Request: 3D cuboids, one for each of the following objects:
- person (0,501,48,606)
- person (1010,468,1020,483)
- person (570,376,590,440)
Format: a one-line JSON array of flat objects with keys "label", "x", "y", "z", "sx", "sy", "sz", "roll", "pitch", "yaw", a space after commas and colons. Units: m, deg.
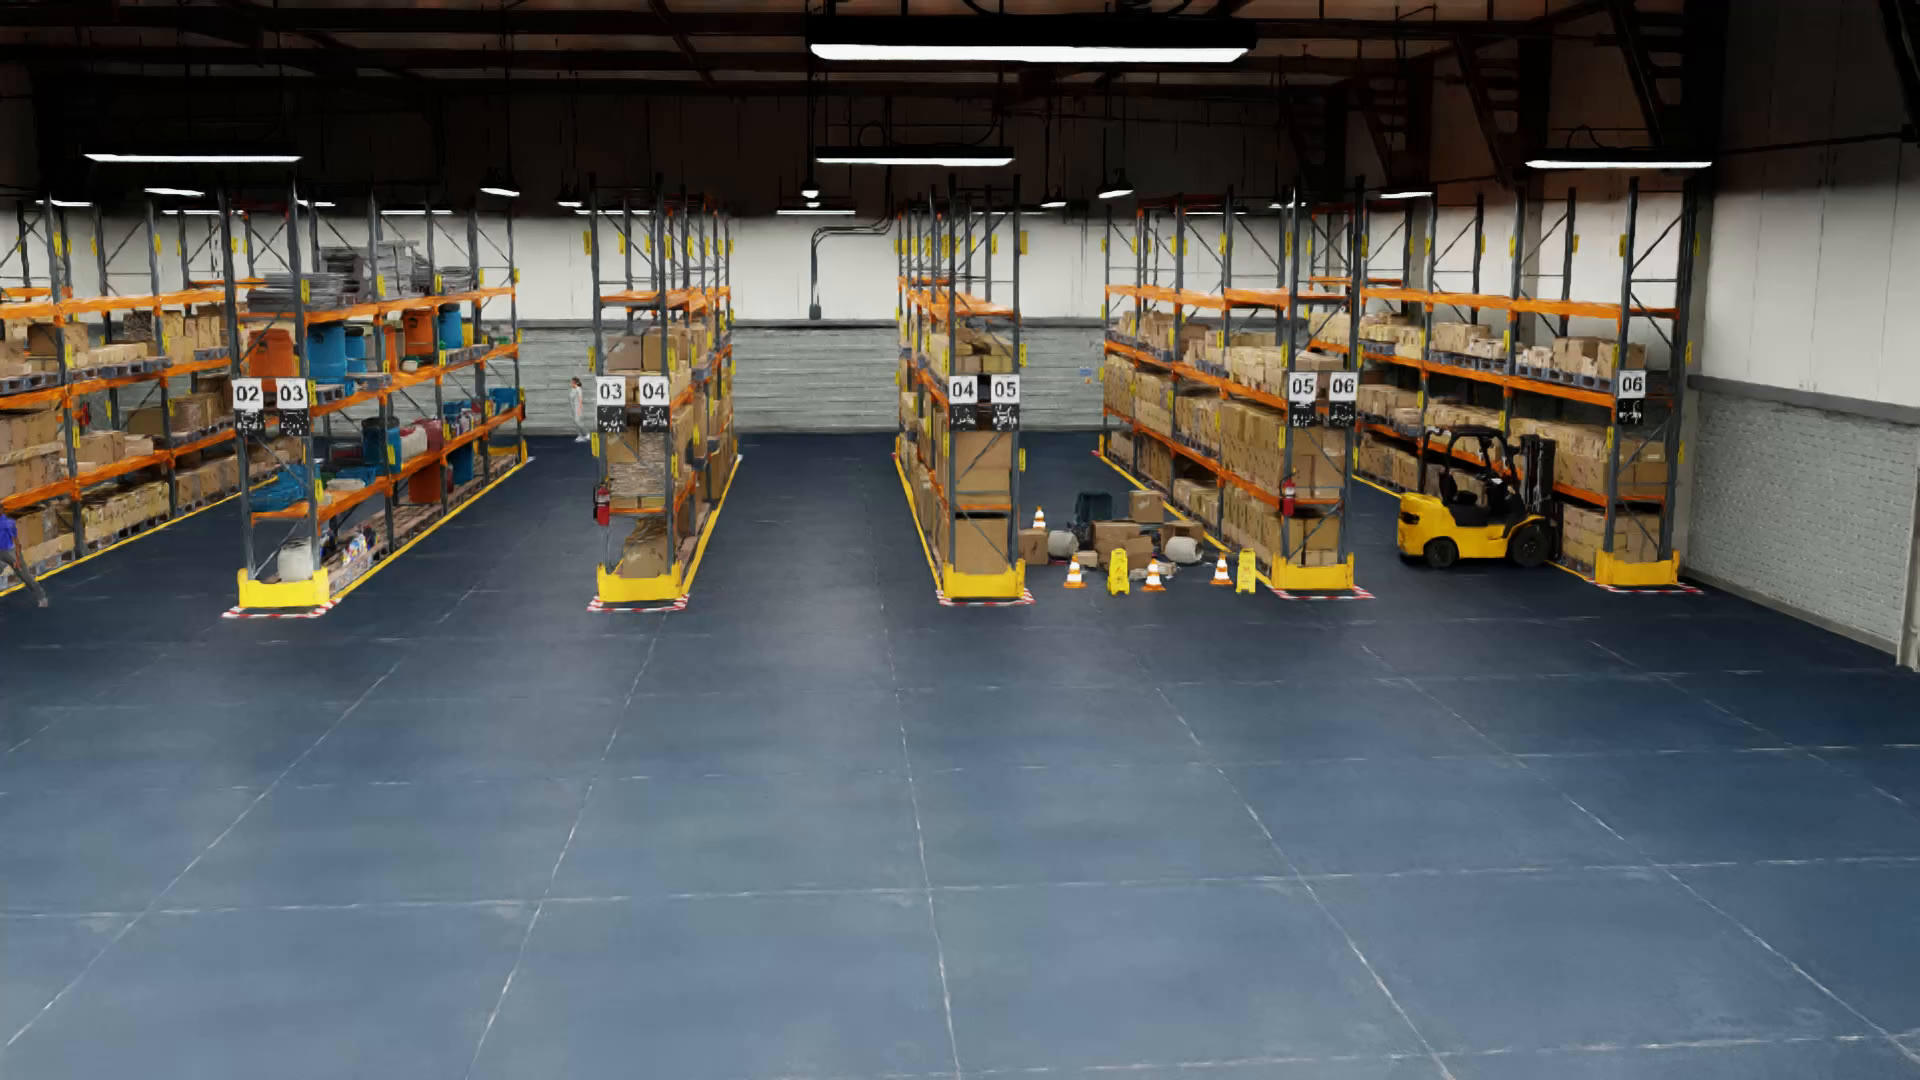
[{"label": "person", "x": -13.092, "y": 0.212, "z": 22.900, "sx": 0.501, "sy": 1.592, "sz": 0.940, "roll": 3, "pitch": 10, "yaw": 15}, {"label": "person", "x": 1.077, "y": -2.119, "z": 35.442, "sx": 0.443, "sy": 1.787, "sz": 0.600, "roll": -7, "pitch": 12, "yaw": -35}, {"label": "person", "x": -9.886, "y": -3.289, "z": 43.191, "sx": 0.427, "sy": 1.414, "sz": 0.594, "roll": -8, "pitch": 13, "yaw": -39}]
